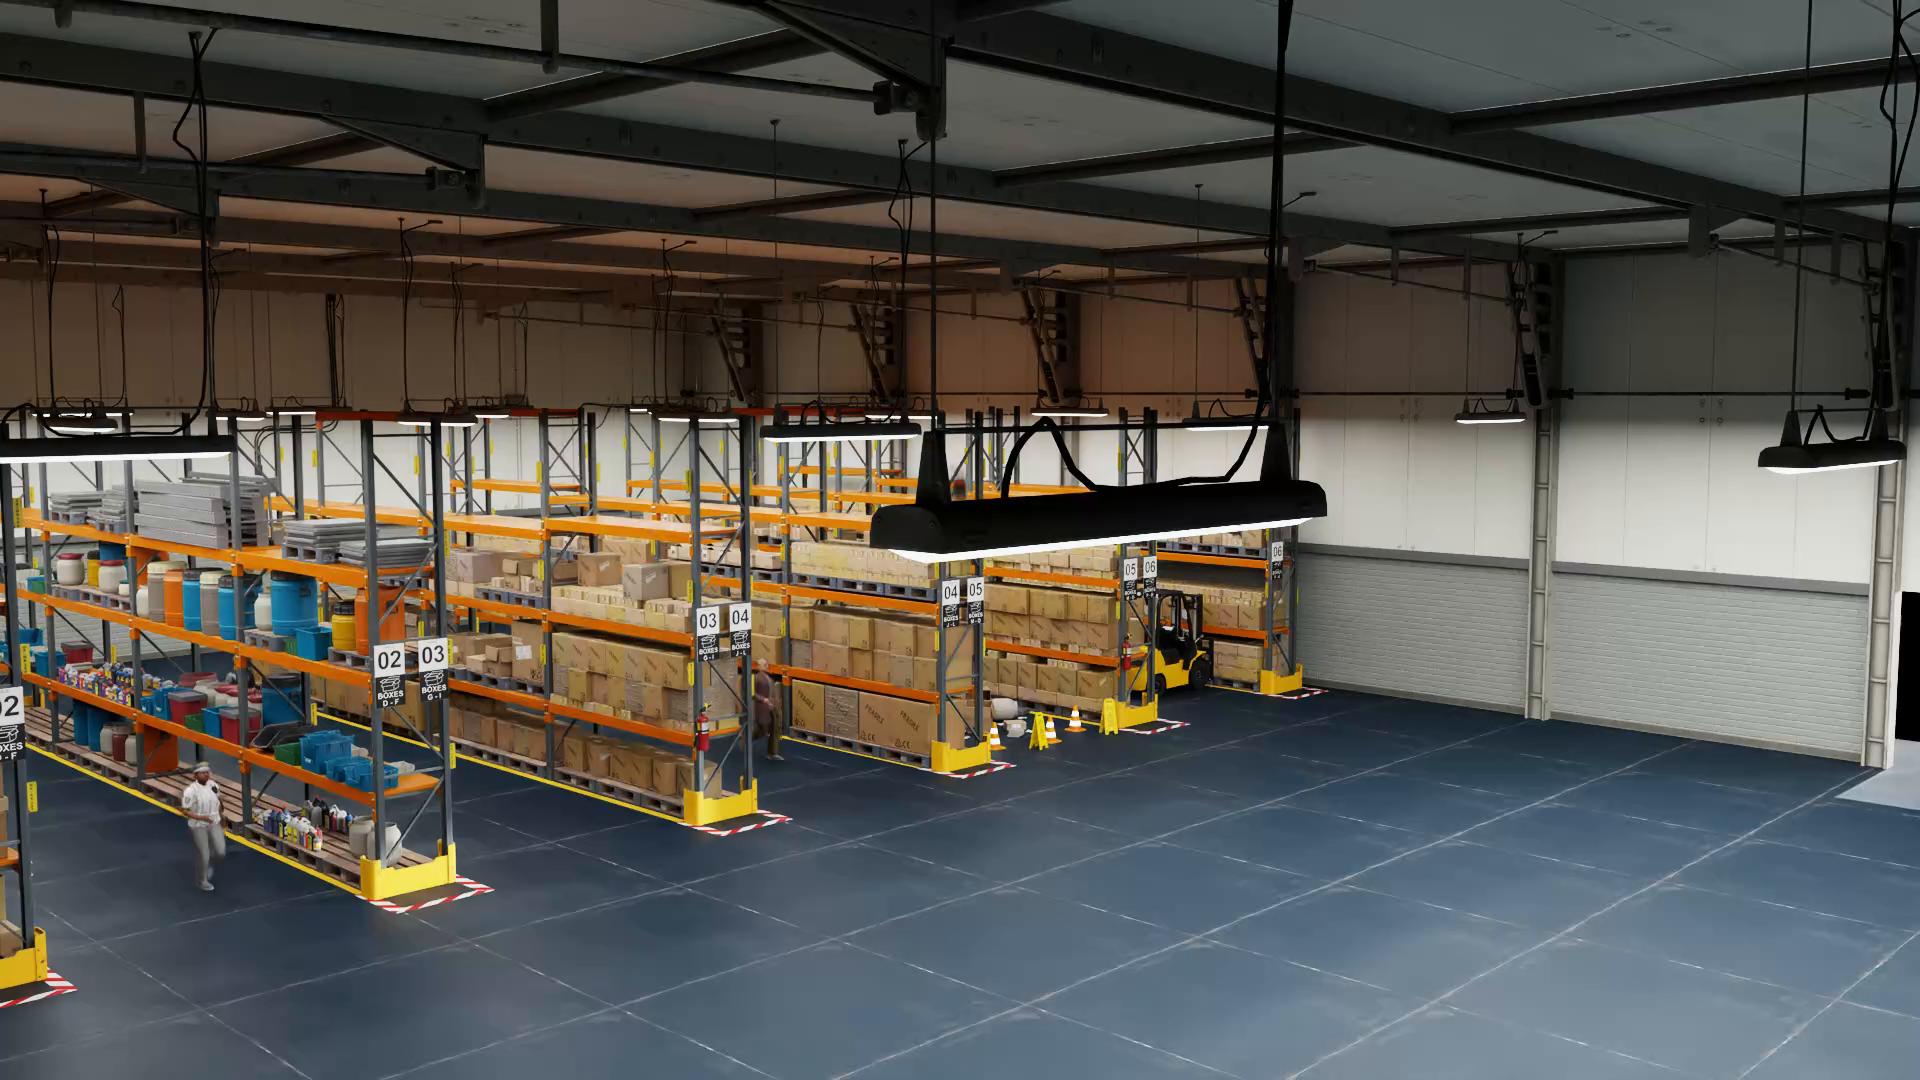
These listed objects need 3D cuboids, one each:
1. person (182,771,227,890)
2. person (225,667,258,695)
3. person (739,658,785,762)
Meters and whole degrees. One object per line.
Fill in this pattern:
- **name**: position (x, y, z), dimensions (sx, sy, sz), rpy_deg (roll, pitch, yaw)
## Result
- **person**: position (-9.590, 3.656, 21.181), dimensions (0.554, 1.617, 0.569), rpy_deg (4, 6, 37)
- **person**: position (-12.712, 2.983, 29.483), dimensions (0.760, 1.484, 0.669), rpy_deg (3, 6, 31)
- **person**: position (-3.405, 2.919, 28.721), dimensions (0.918, 1.764, 0.709), rpy_deg (3, 6, 31)
